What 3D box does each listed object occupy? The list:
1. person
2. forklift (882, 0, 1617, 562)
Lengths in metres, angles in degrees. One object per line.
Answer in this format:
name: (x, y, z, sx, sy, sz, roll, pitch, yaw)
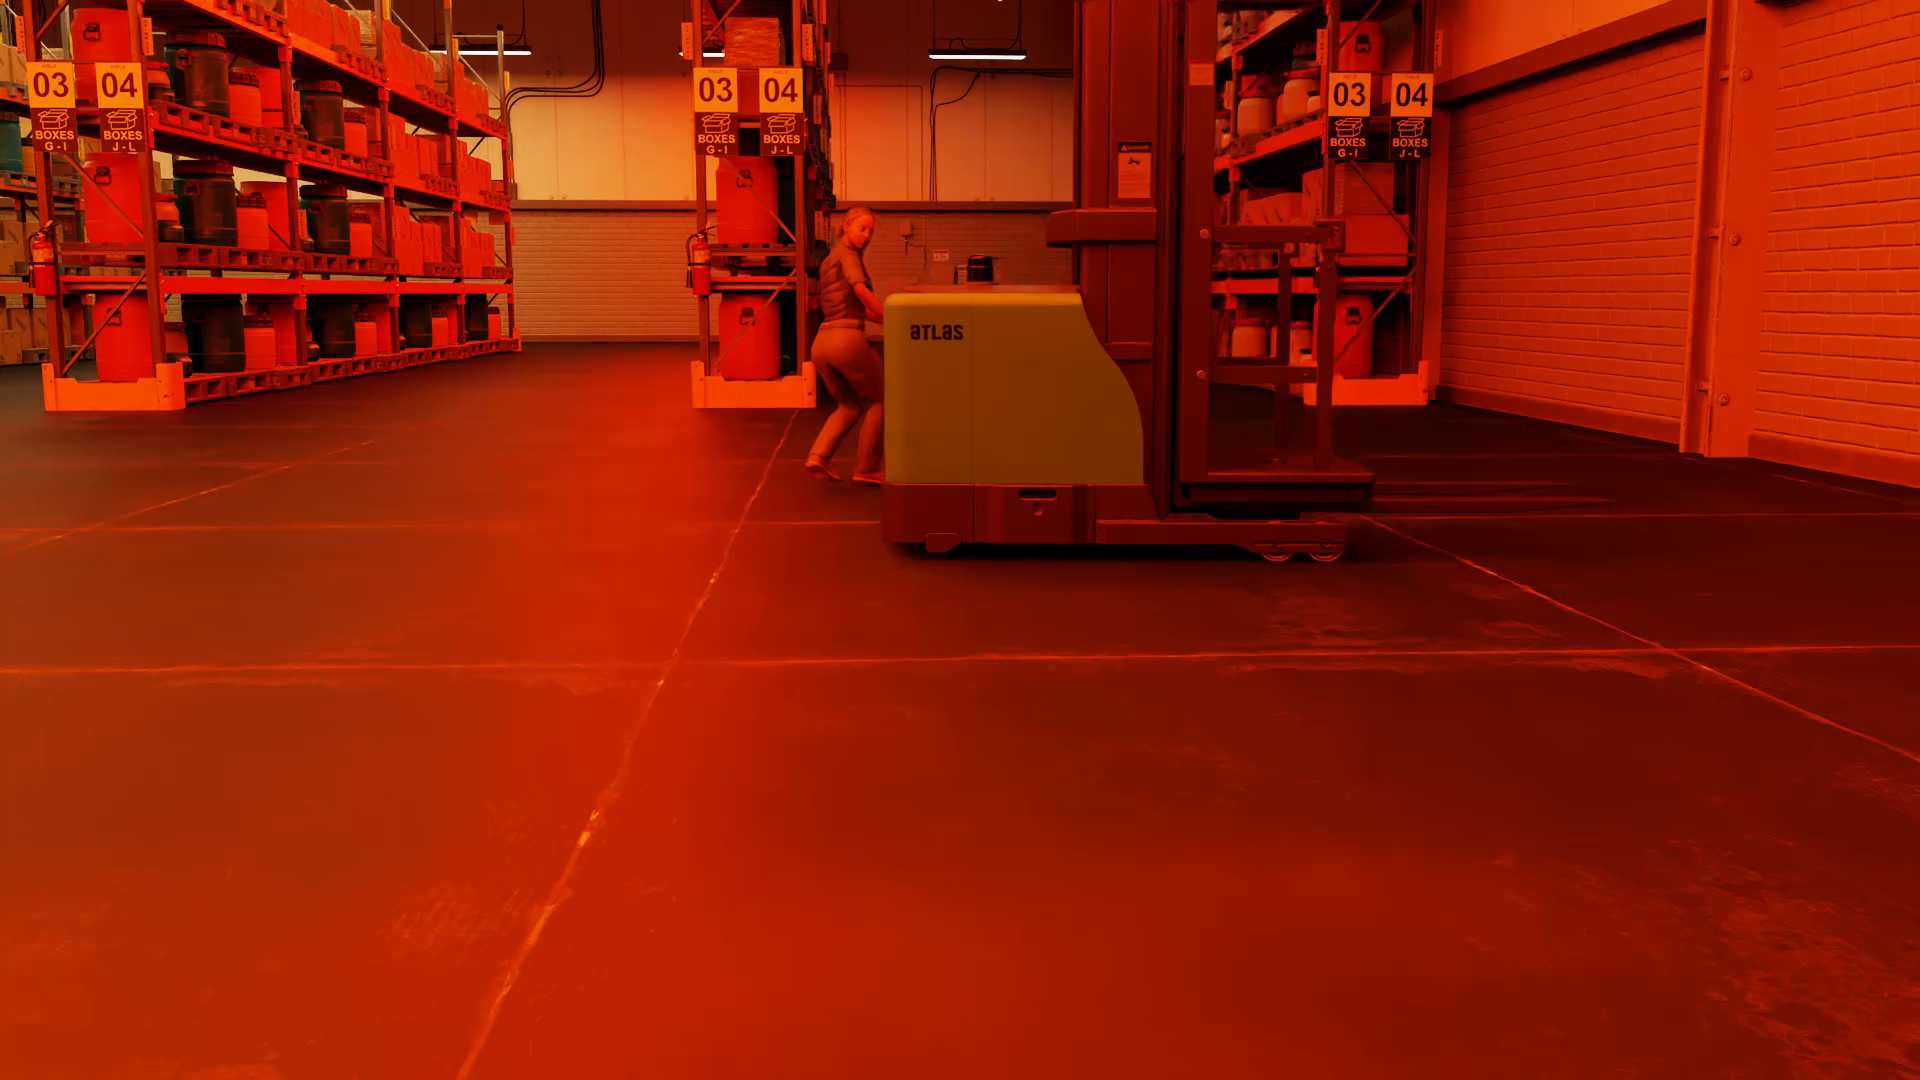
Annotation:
person: (-0.500, -1.068, 9.247, 0.748, 1.548, 0.760, -6, 10, -34)
forklift: (1.203, -1.440, 7.027, 3.031, 2.935, 1.130, 0, 8, 1)
